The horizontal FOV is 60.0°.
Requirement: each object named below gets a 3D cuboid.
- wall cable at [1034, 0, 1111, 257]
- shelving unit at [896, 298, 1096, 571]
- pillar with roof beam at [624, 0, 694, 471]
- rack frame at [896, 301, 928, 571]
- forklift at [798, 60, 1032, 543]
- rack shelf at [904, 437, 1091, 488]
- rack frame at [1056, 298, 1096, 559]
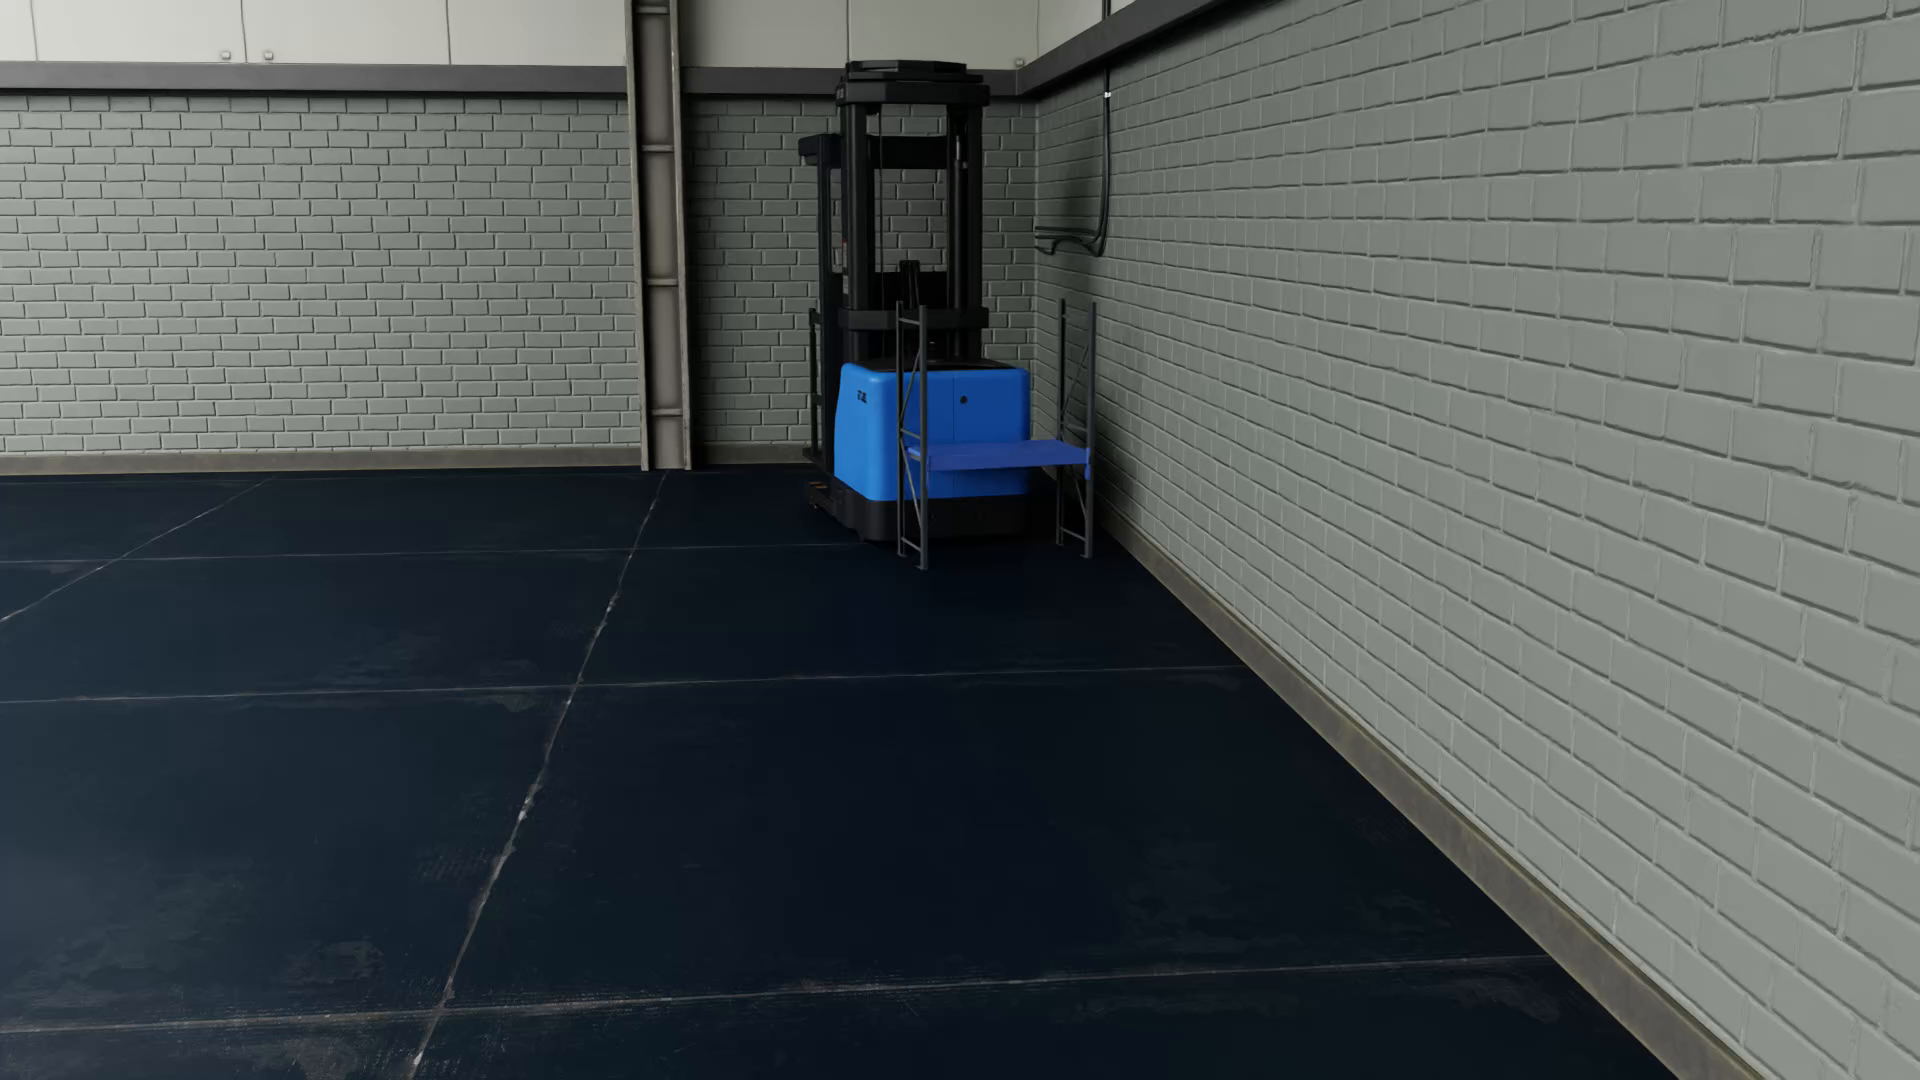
[{"bbox_3d":[0.731,-3.283,11.791,0.112,2.526,3.097,-1,11,-6],"label":"wall cable"},{"bbox_3d":[0.204,-0.638,9.723,1.048,1.500,0.538,-4,12,-18],"label":"shelving unit"},{"bbox_3d":[-1.876,-4.174,8.270,0.400,9.000,9.100,-1,11,-6],"label":"pillar with roof beam"},{"bbox_3d":[-0.277,-0.606,9.563,0.032,1.500,0.500,-4,12,-18],"label":"rack frame"},{"bbox_3d":[-0.460,-1.665,11.238,1.130,2.935,3.031,-3,12,-16],"label":"forklift"},{"bbox_3d":[0.204,-0.461,9.758,1.000,0.185,0.538,-4,12,-18],"label":"rack shelf"},{"bbox_3d":[0.686,-0.669,9.883,0.032,1.500,0.500,-4,12,-18],"label":"rack frame"}]
